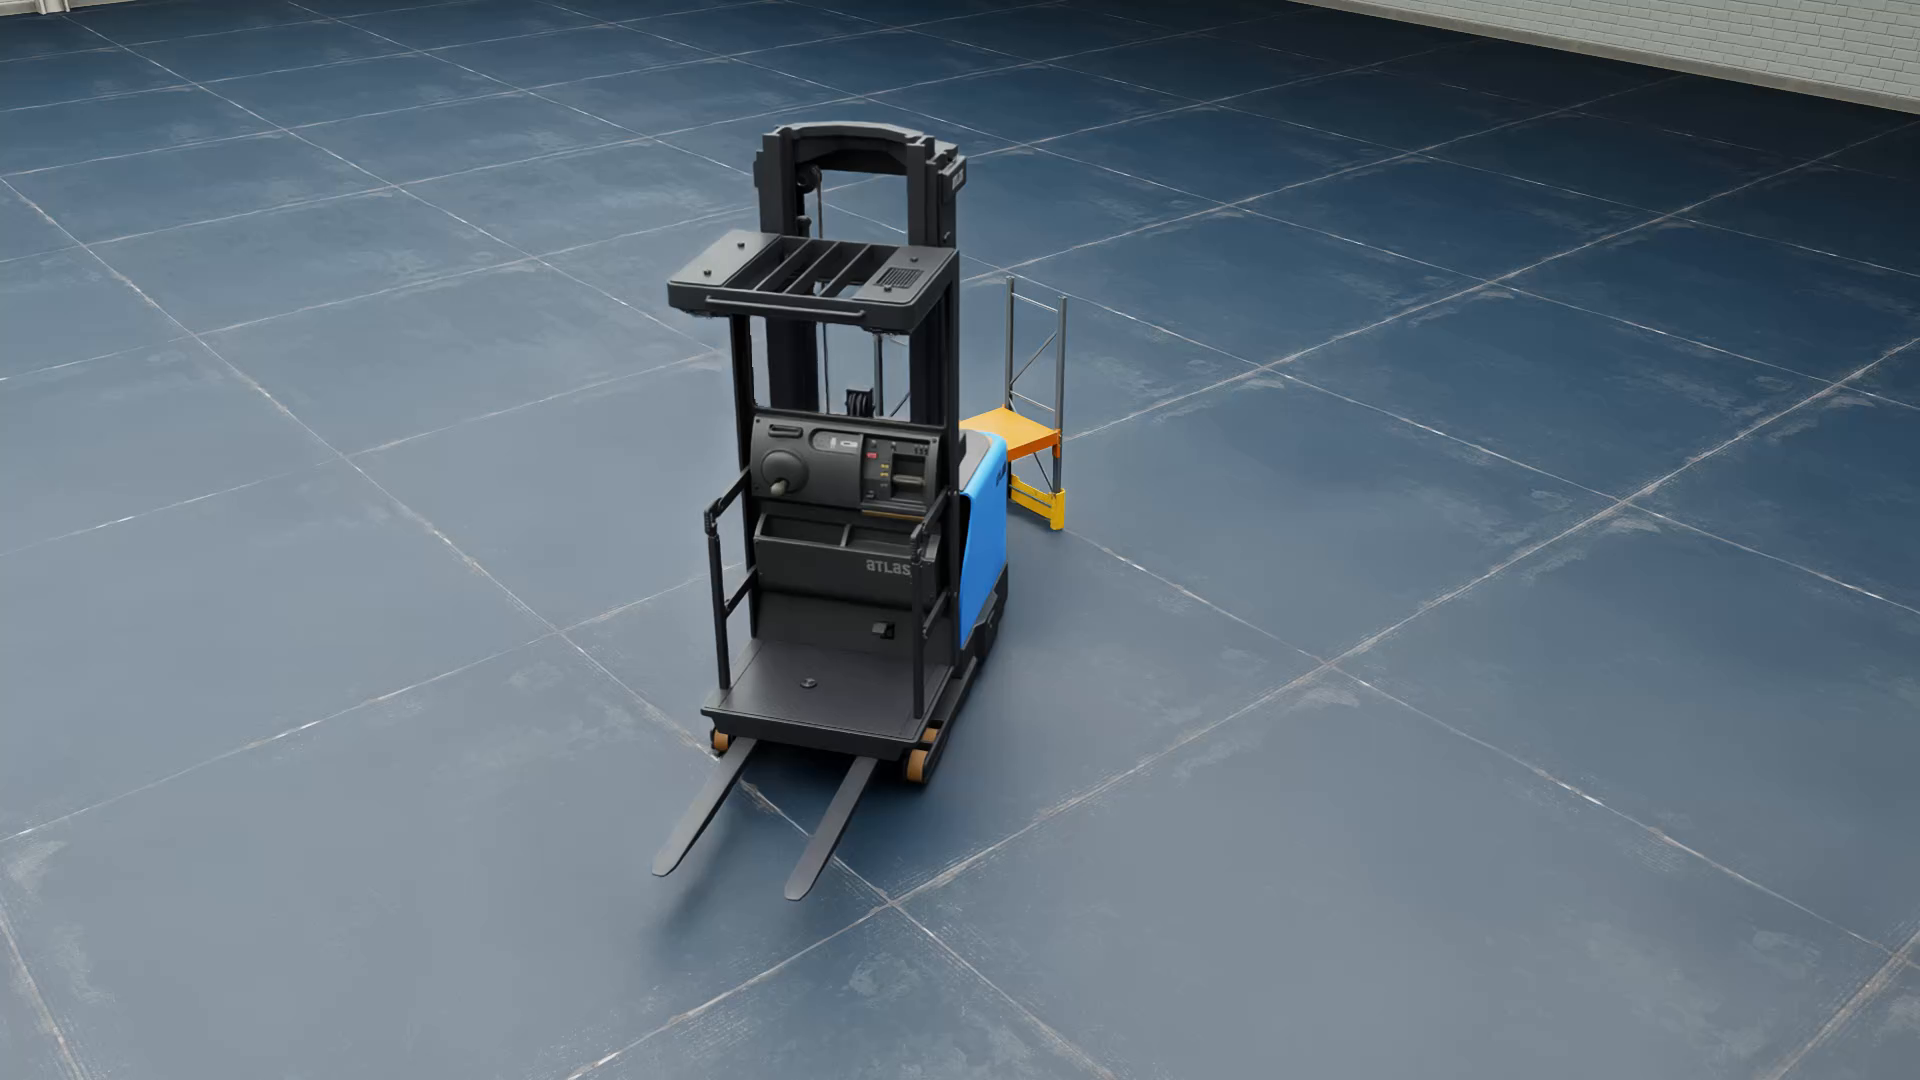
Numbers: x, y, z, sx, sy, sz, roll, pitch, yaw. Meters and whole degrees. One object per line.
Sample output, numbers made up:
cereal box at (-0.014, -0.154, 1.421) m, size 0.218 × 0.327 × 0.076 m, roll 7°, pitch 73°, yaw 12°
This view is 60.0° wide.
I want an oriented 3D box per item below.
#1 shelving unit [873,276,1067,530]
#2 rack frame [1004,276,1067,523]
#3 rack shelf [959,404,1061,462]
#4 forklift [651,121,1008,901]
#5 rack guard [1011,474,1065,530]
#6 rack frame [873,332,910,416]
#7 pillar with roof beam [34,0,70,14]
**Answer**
shelving unit at (0.058, -0.685, 9.940) m, size 1.083 × 1.500 × 0.587 m, roll -22°, pitch 35°, yaw -35°
rack frame at (0.452, -0.843, 10.236) m, size 0.032 × 1.500 × 0.500 m, roll -22°, pitch 35°, yaw -35°
rack shelf at (0.065, -0.529, 10.030) m, size 1.000 × 0.185 × 0.538 m, roll -22°, pitch 35°, yaw -35°
forklift at (-0.605, -0.317, 7.734) m, size 1.130 × 2.935 × 3.031 m, roll 7°, pitch 29°, yaw 13°
rack guard at (0.437, -0.286, 10.520) m, size 0.087 × 0.250 × 0.587 m, roll -22°, pitch 35°, yaw -35°
rack frame at (-0.322, -0.532, 9.654) m, size 0.032 × 1.500 × 0.500 m, roll -22°, pitch 35°, yaw -35°
pillar with roof beam at (-11.003, -10.473, 20.300) m, size 0.400 × 9.000 × 9.100 m, roll -22°, pitch 35°, yaw -35°
